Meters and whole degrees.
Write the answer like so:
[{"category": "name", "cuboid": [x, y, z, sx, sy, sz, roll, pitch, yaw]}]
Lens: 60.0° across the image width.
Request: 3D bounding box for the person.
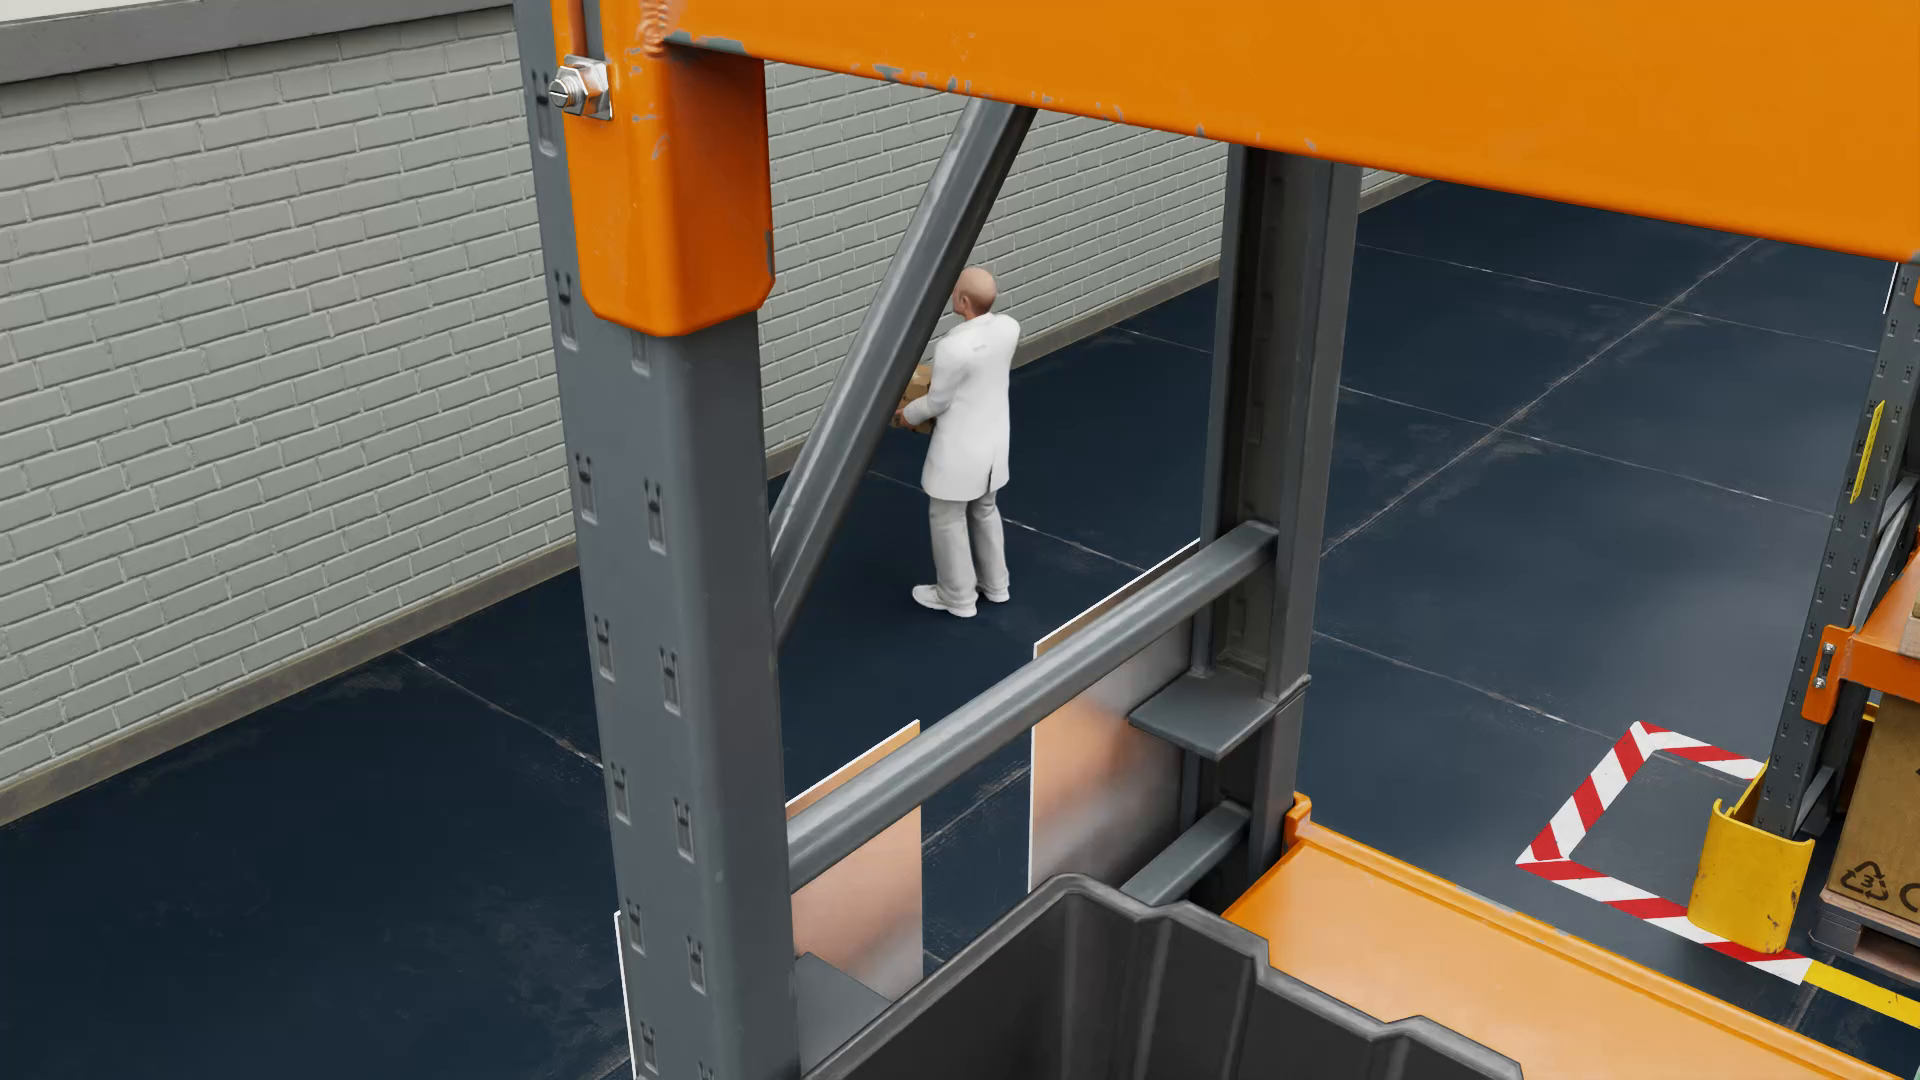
[{"category": "person", "cuboid": [-0.033, -0.499, 8.108, 0.541, 1.779, 0.542, 20, 33, 34]}]
